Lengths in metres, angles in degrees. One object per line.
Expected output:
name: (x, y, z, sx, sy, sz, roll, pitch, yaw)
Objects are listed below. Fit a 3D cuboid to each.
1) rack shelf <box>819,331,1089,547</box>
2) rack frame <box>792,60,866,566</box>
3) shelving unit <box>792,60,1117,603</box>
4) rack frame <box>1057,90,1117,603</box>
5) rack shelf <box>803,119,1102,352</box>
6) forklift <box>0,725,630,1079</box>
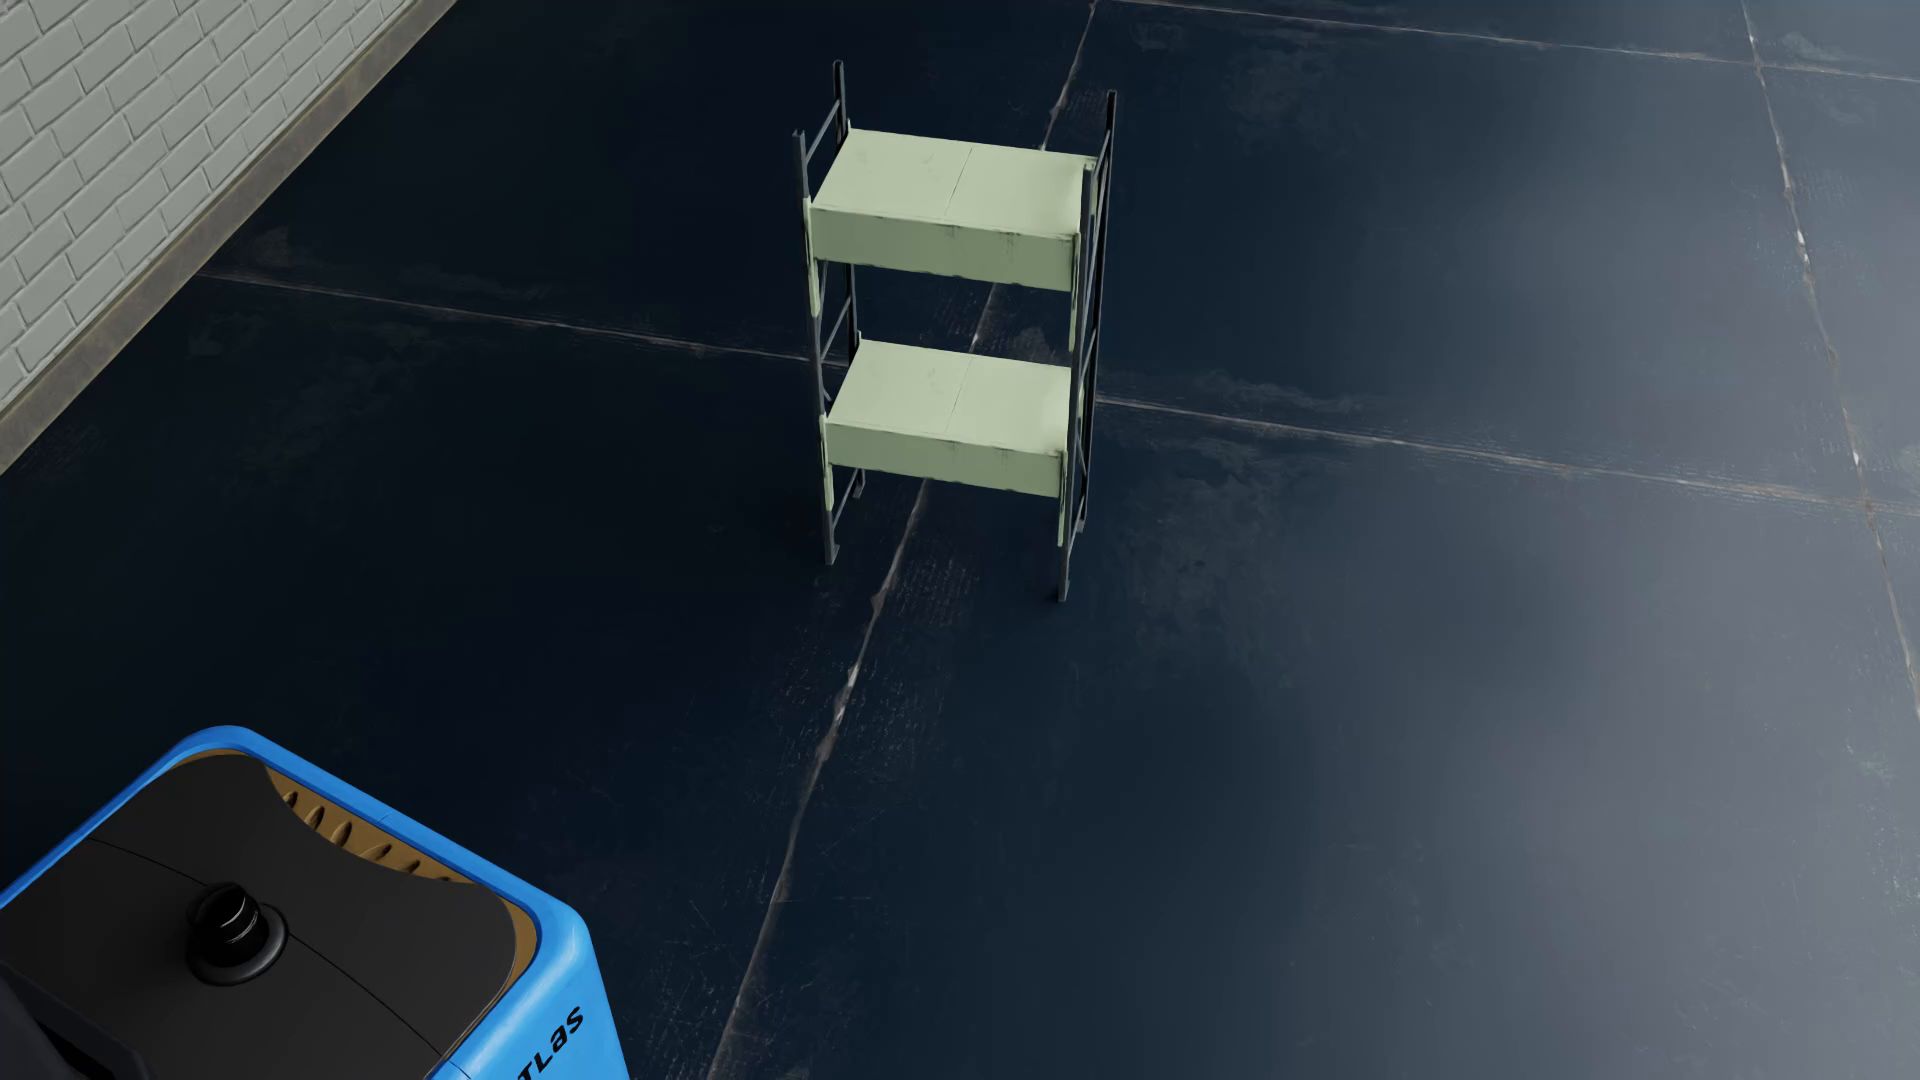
rack shelf: (-0.007, -0.306, 4.957, 0.720, 0.370, 0.431, 9, 45, 9)
rack frame: (-0.364, -0.597, 4.789, 0.023, 1.500, 0.400, 9, 45, 9)
shelving unit: (-0.007, -0.541, 4.731, 0.755, 1.500, 0.431, 9, 45, 9)
rack frame: (0.351, -0.486, 4.673, 0.023, 1.500, 0.400, 9, 45, 9)
rack shelf: (-0.007, -0.823, 4.460, 0.720, 0.370, 0.431, 9, 45, 9)
forklift: (-1.832, 1.118, 1.975, 1.130, 2.935, 3.031, 22, 48, 21)
